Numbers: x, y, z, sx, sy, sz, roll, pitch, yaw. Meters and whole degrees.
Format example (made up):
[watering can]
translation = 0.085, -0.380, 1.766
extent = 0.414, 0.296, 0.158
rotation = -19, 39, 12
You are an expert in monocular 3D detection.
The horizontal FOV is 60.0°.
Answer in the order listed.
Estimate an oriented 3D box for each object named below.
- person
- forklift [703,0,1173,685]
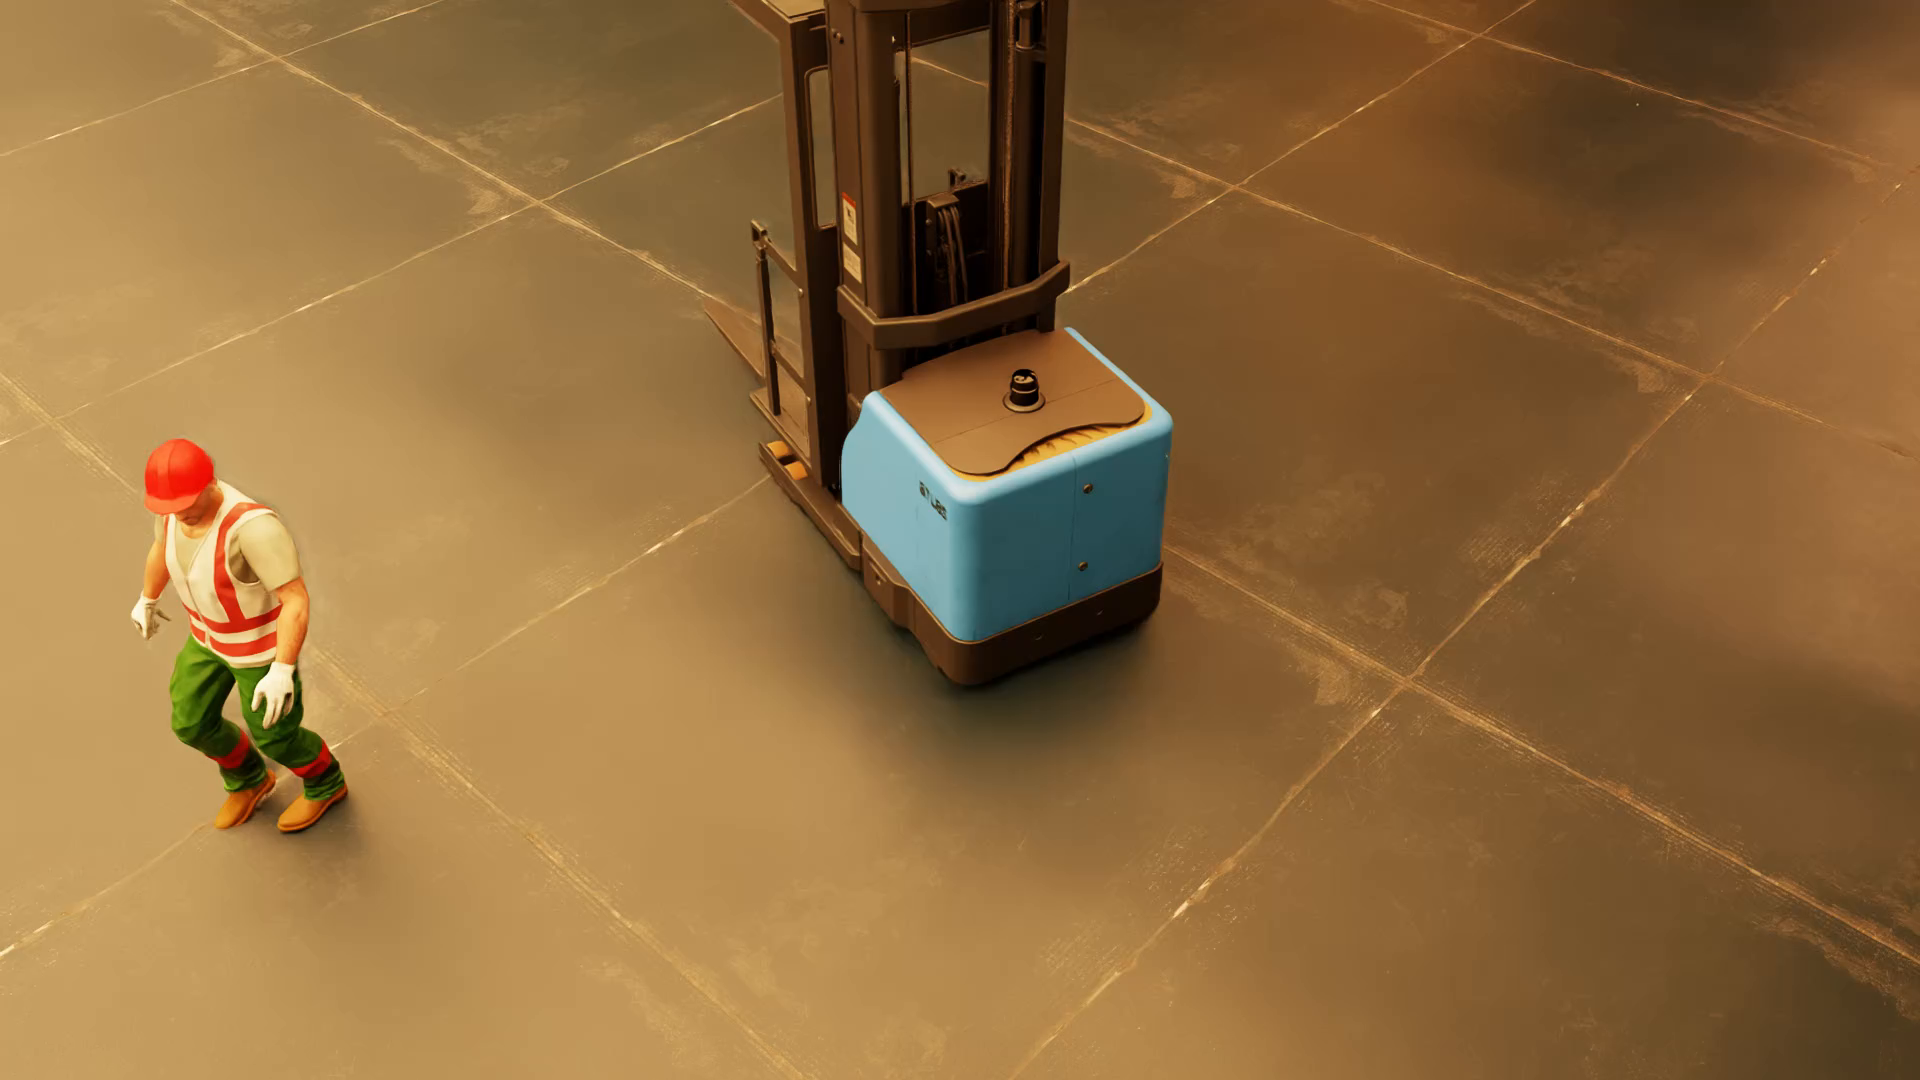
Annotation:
[person]
translation = -2.560, 0.401, 5.888
extent = 0.944, 1.797, 0.478
rotation = 23, 46, 24
[forklift]
translation = -0.309, -1.455, 7.124
extent = 1.130, 2.935, 3.031
rotation = -21, 45, -23
